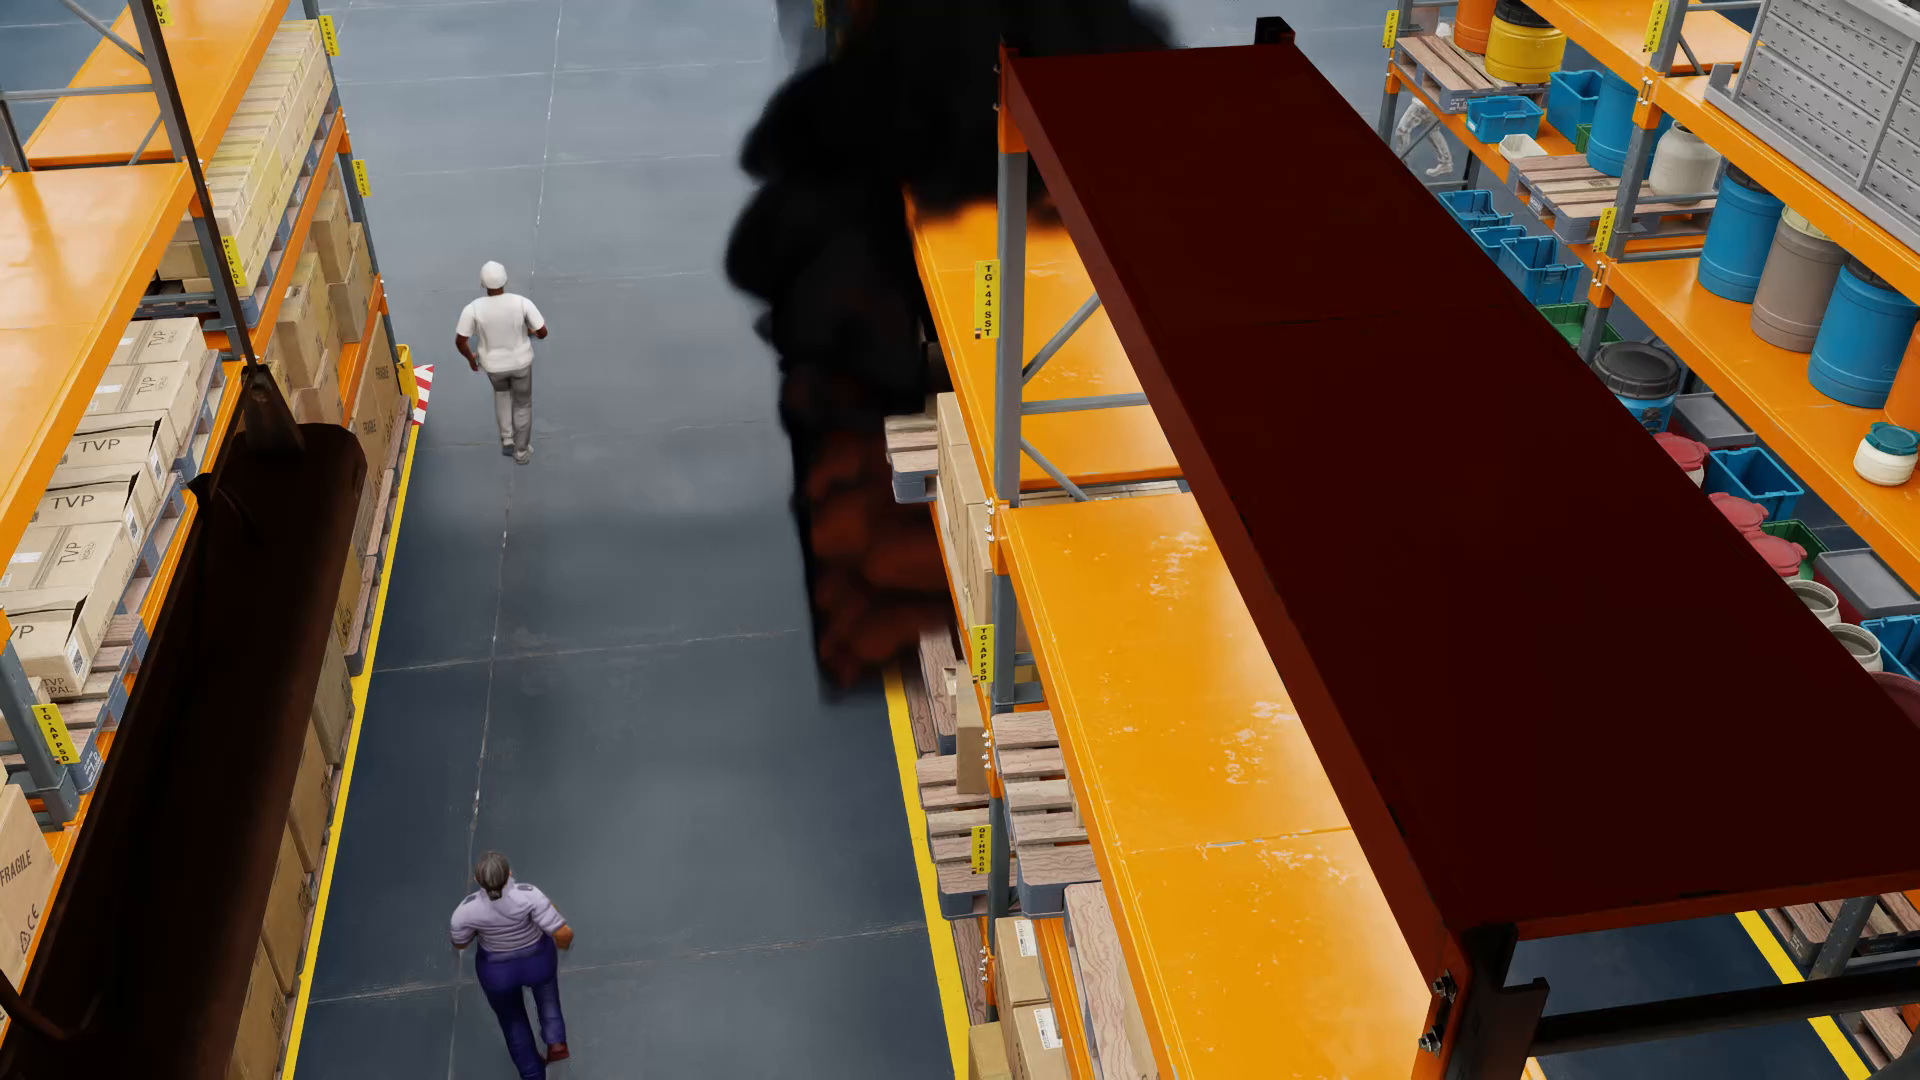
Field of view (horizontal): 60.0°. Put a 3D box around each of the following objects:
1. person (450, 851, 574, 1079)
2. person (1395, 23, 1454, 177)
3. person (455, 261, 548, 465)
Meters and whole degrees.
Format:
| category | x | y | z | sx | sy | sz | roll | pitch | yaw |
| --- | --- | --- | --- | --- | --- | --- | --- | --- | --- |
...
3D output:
| category | x | y | z | sx | sy | sz | roll | pitch | yaw |
| --- | --- | --- | --- | --- | --- | --- | --- | --- | --- |
| person | -2.301 | 2.168 | 8.663 | 0.592 | 1.647 | 0.575 | -12 | 38 | -15 |
| person | 5.217 | -4.843 | 18.534 | 0.798 | 1.843 | 0.664 | 13 | 38 | 17 |
| person | -3.667 | -1.465 | 13.510 | 0.700 | 1.776 | 0.575 | -6 | 37 | -8 |
